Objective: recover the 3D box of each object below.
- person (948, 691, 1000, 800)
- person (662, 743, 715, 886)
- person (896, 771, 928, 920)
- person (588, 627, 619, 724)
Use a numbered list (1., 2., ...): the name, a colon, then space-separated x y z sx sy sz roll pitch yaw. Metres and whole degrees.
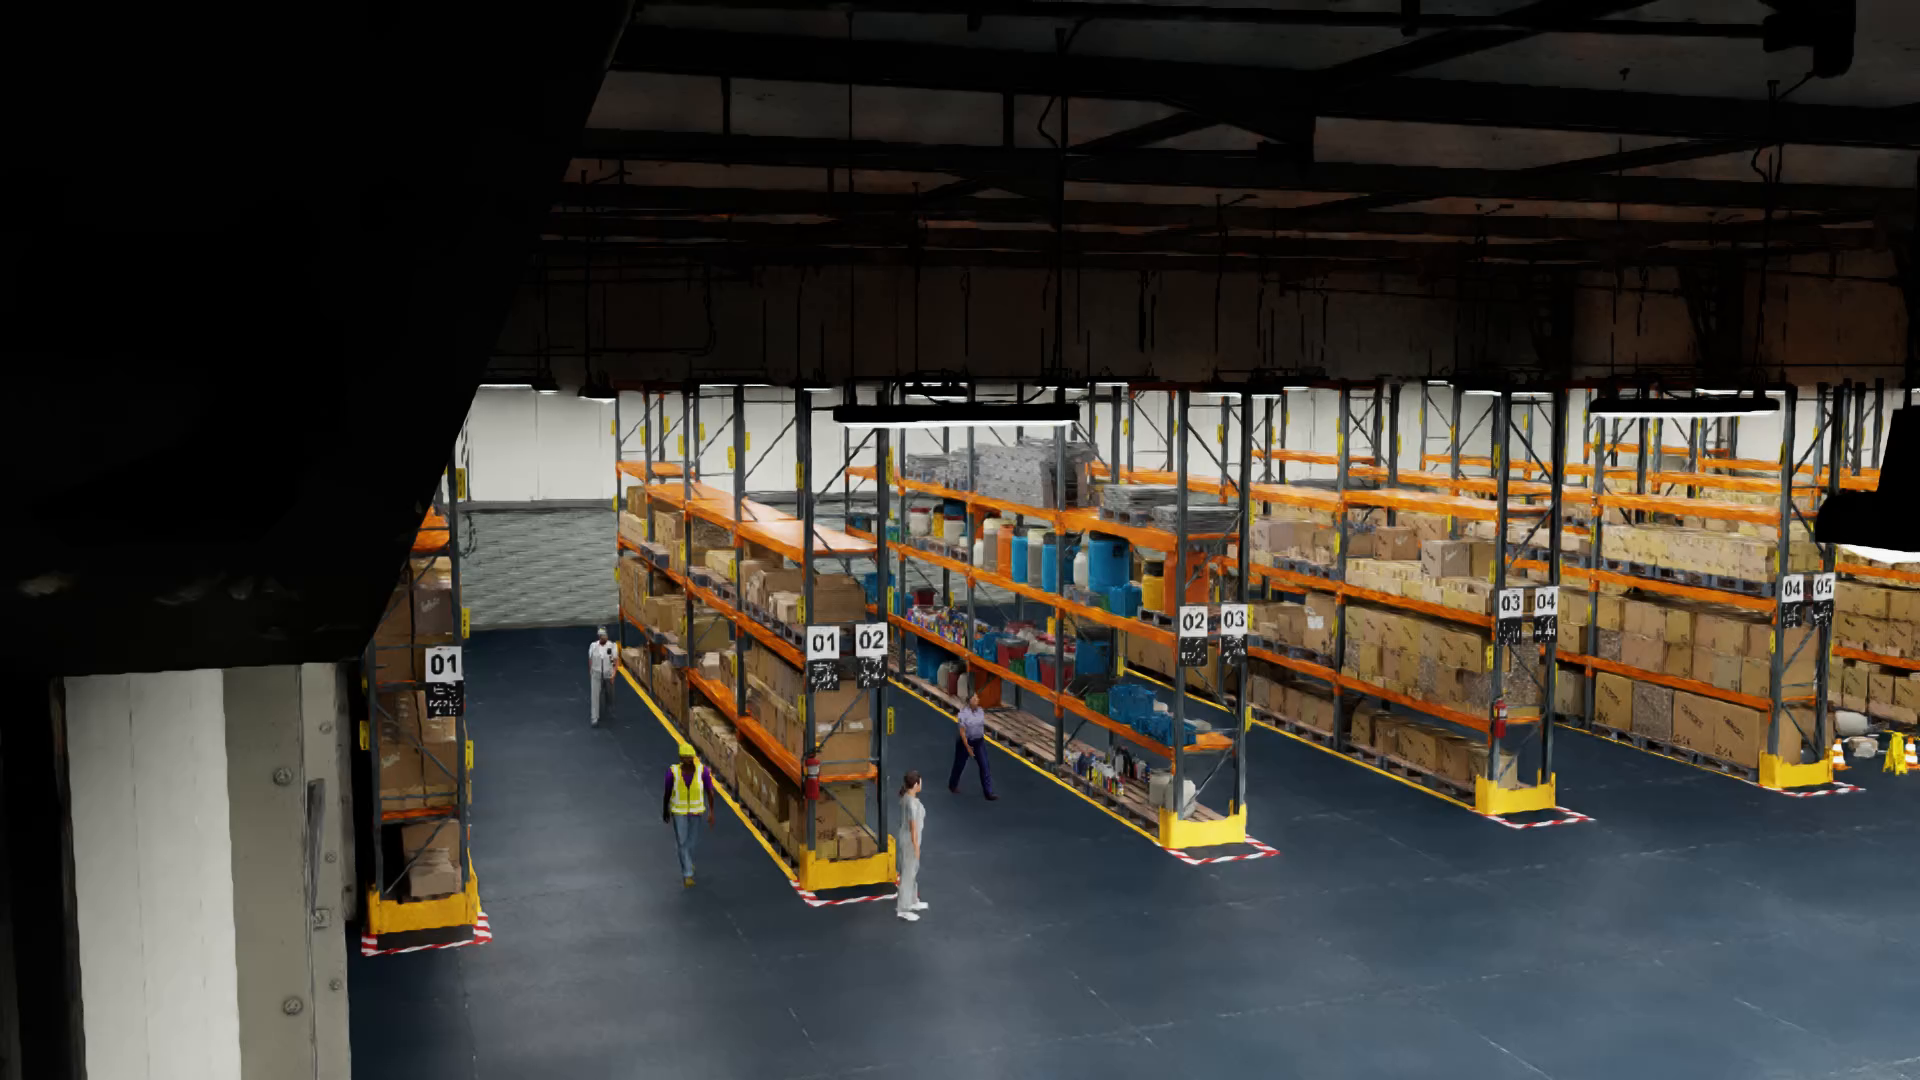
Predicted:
1. person: 0.162 2.973 24.234 0.478 1.580 1.000 -3 7 -28
2. person: -3.318 3.324 20.415 0.589 1.716 1.043 -2 6 -21
3. person: -0.546 3.471 19.067 0.396 1.677 0.547 -1 6 -7
4. person: -6.292 2.362 29.383 0.533 1.707 1.031 -1 6 -11
